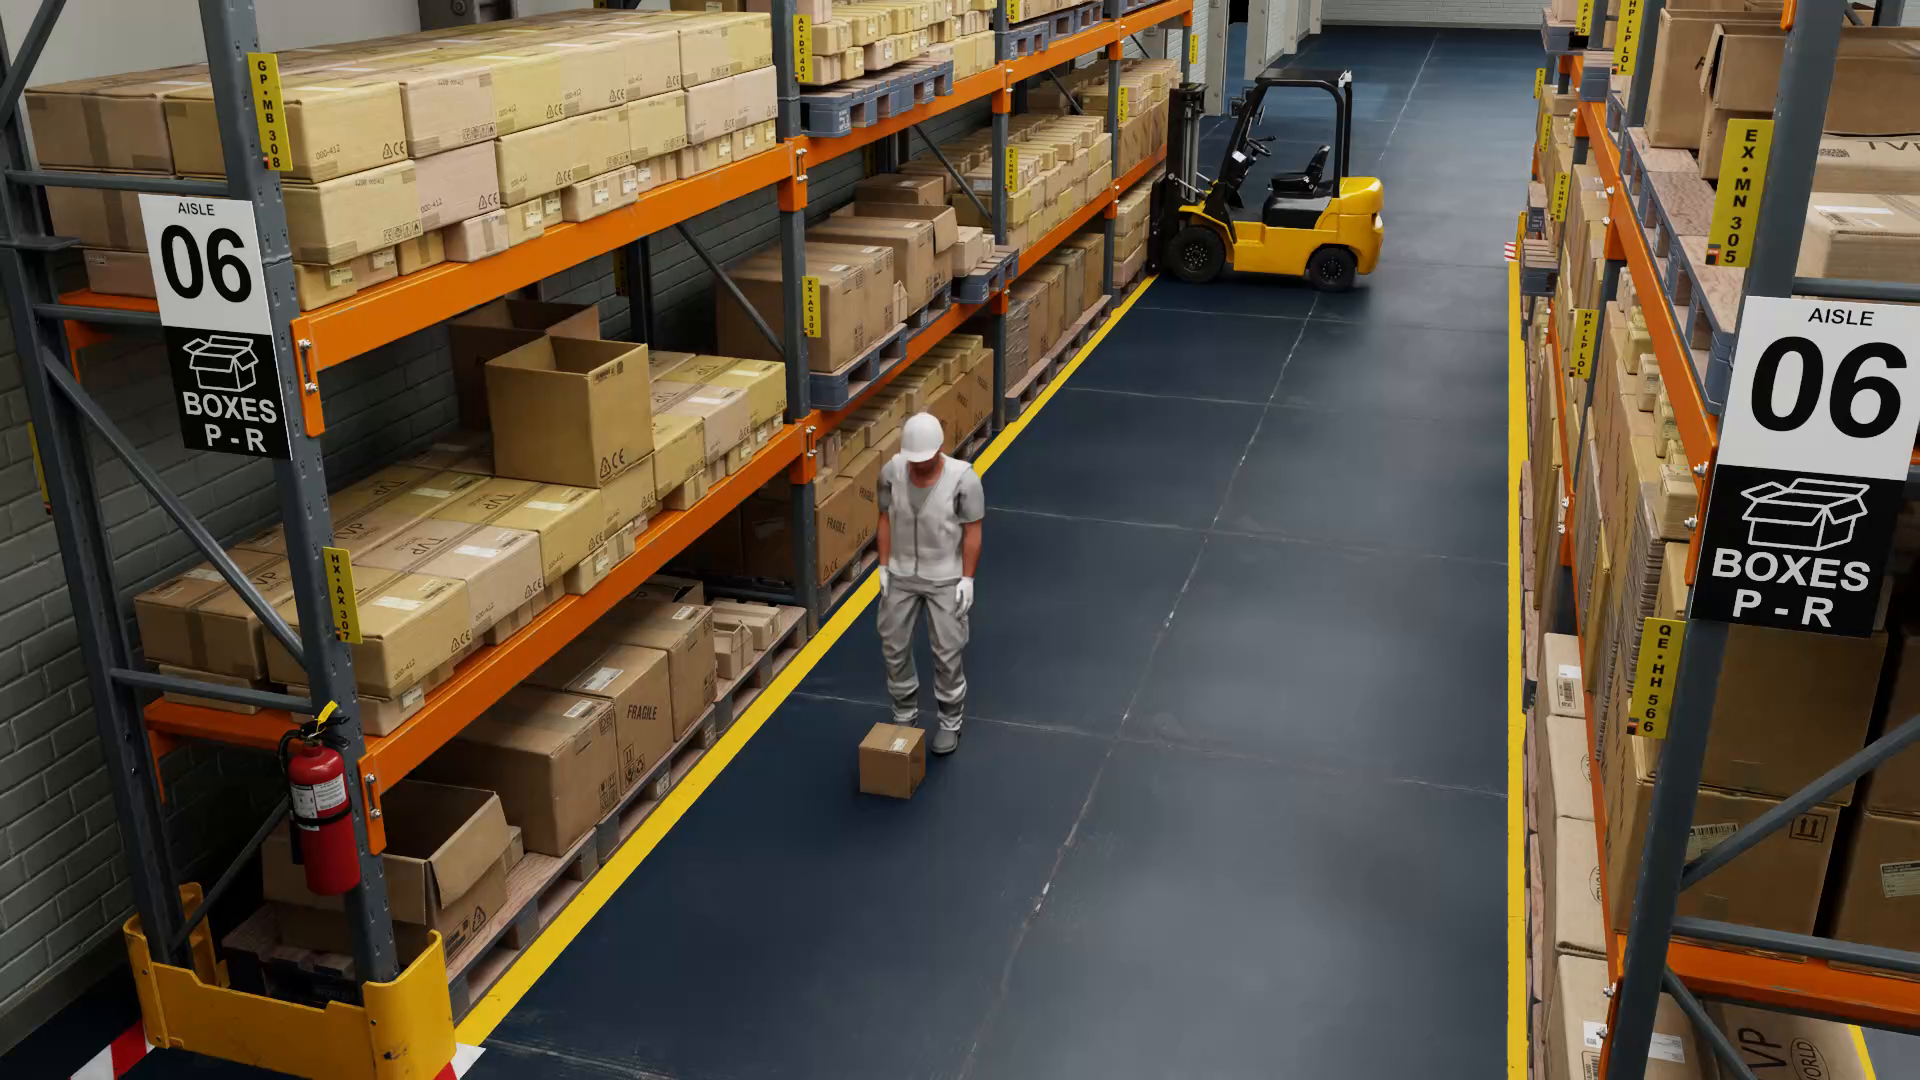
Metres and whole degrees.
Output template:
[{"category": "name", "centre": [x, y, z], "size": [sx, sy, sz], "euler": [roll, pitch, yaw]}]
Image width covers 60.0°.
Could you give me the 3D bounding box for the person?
[{"category": "person", "centre": [-0.157, 0.204, 8.097], "size": [0.538, 1.751, 0.428], "euler": [7, 23, 17]}]
